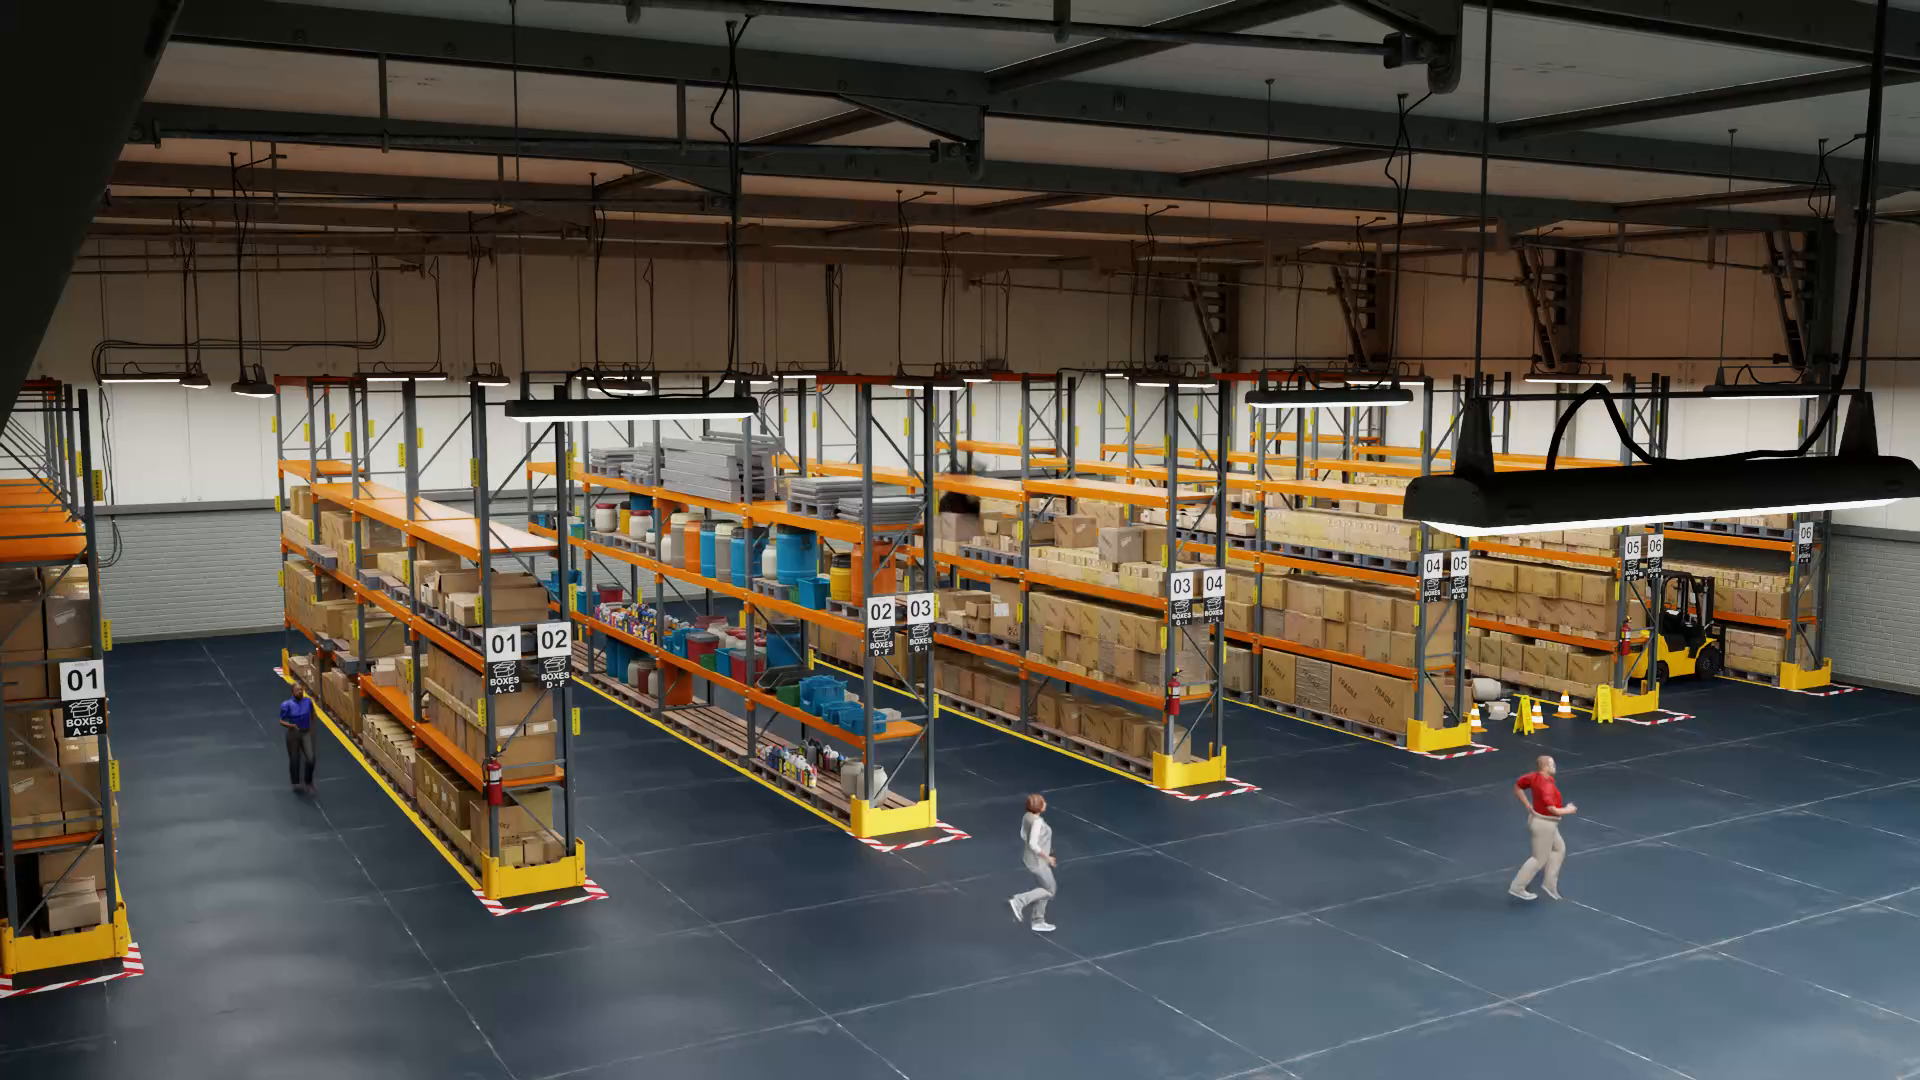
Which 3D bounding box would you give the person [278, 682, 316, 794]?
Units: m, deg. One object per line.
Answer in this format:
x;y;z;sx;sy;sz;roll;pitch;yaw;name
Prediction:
-9.588;2.891;24.142;0.572;1.683;0.697;-4;8;-35;person

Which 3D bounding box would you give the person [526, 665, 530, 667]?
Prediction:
-7.878;2.307;29.574;0.592;1.600;0.591;-6;8;-41;person

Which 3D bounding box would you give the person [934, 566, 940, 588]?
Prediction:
-0.702;1.338;38.397;0.608;1.624;0.557;-4;8;-34;person

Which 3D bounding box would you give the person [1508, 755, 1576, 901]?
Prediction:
6.776;3.383;19.366;0.754;1.785;0.660;0;6;4;person

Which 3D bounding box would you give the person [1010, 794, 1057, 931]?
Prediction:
0.795;3.563;18.345;0.549;1.558;0.537;-1;6;-13;person
